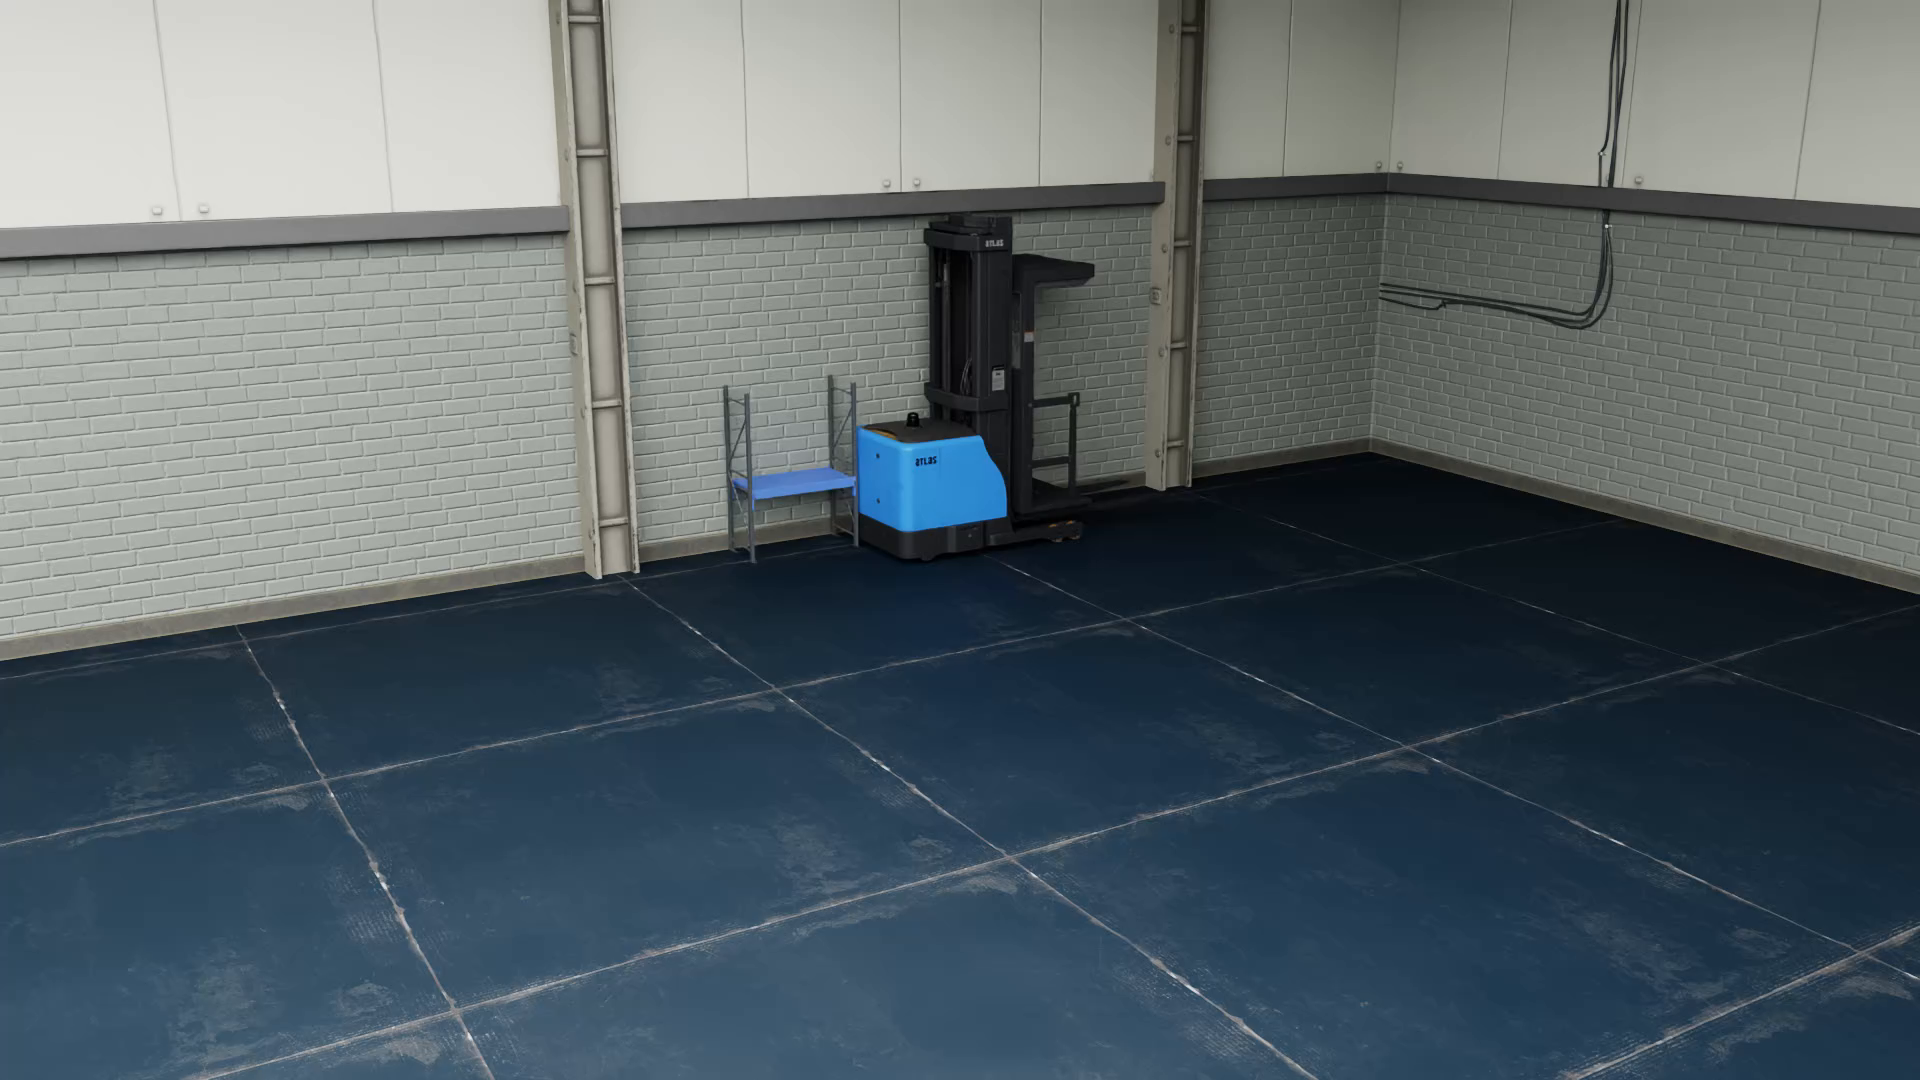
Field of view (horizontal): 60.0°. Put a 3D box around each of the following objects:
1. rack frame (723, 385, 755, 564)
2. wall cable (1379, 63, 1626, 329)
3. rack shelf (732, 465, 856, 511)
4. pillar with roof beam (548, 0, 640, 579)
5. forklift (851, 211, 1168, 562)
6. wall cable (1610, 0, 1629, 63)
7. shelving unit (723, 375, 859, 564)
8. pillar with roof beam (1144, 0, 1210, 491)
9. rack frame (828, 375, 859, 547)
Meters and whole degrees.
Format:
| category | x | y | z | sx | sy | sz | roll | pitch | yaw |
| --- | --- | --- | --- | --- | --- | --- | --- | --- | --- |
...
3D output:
| category | x | y | z | sx | sy | sz | roll | pitch | yaw |
| --- | --- | --- | --- | --- | --- | --- | --- | --- | --- |
| rack frame | -1.927 | -0.574 | 14.519 | 0.032 | 1.500 | 0.500 | -9 | 18 | -29 |
| wall cable | 5.362 | -3.506 | 16.838 | 0.112 | 2.526 | 3.097 | -9 | 18 | -30 |
| rack shelf | -1.490 | -0.471 | 14.817 | 1.000 | 0.185 | 0.538 | -9 | 18 | -29 |
| pillar with roof beam | -0.771 | -3.068 | 9.521 | 0.400 | 9.000 | 9.100 | -9 | 18 | -30 |
| forklift | 0.536 | -1.500 | 15.172 | 3.031 | 2.935 | 1.130 | -9 | 18 | -30 |
| wall cable | 6.755 | -5.312 | 13.924 | 0.112 | 2.526 | 3.097 | -9 | 18 | -30 |
| shelving unit | -1.490 | -0.644 | 14.769 | 1.048 | 1.500 | 0.538 | -9 | 18 | -29 |
| pillar with roof beam | 4.373 | -3.902 | 12.496 | 0.400 | 9.000 | 9.100 | -9 | 18 | -30 |
| rack frame | -1.053 | -0.714 | 15.018 | 0.032 | 1.500 | 0.500 | -9 | 18 | -29 |
